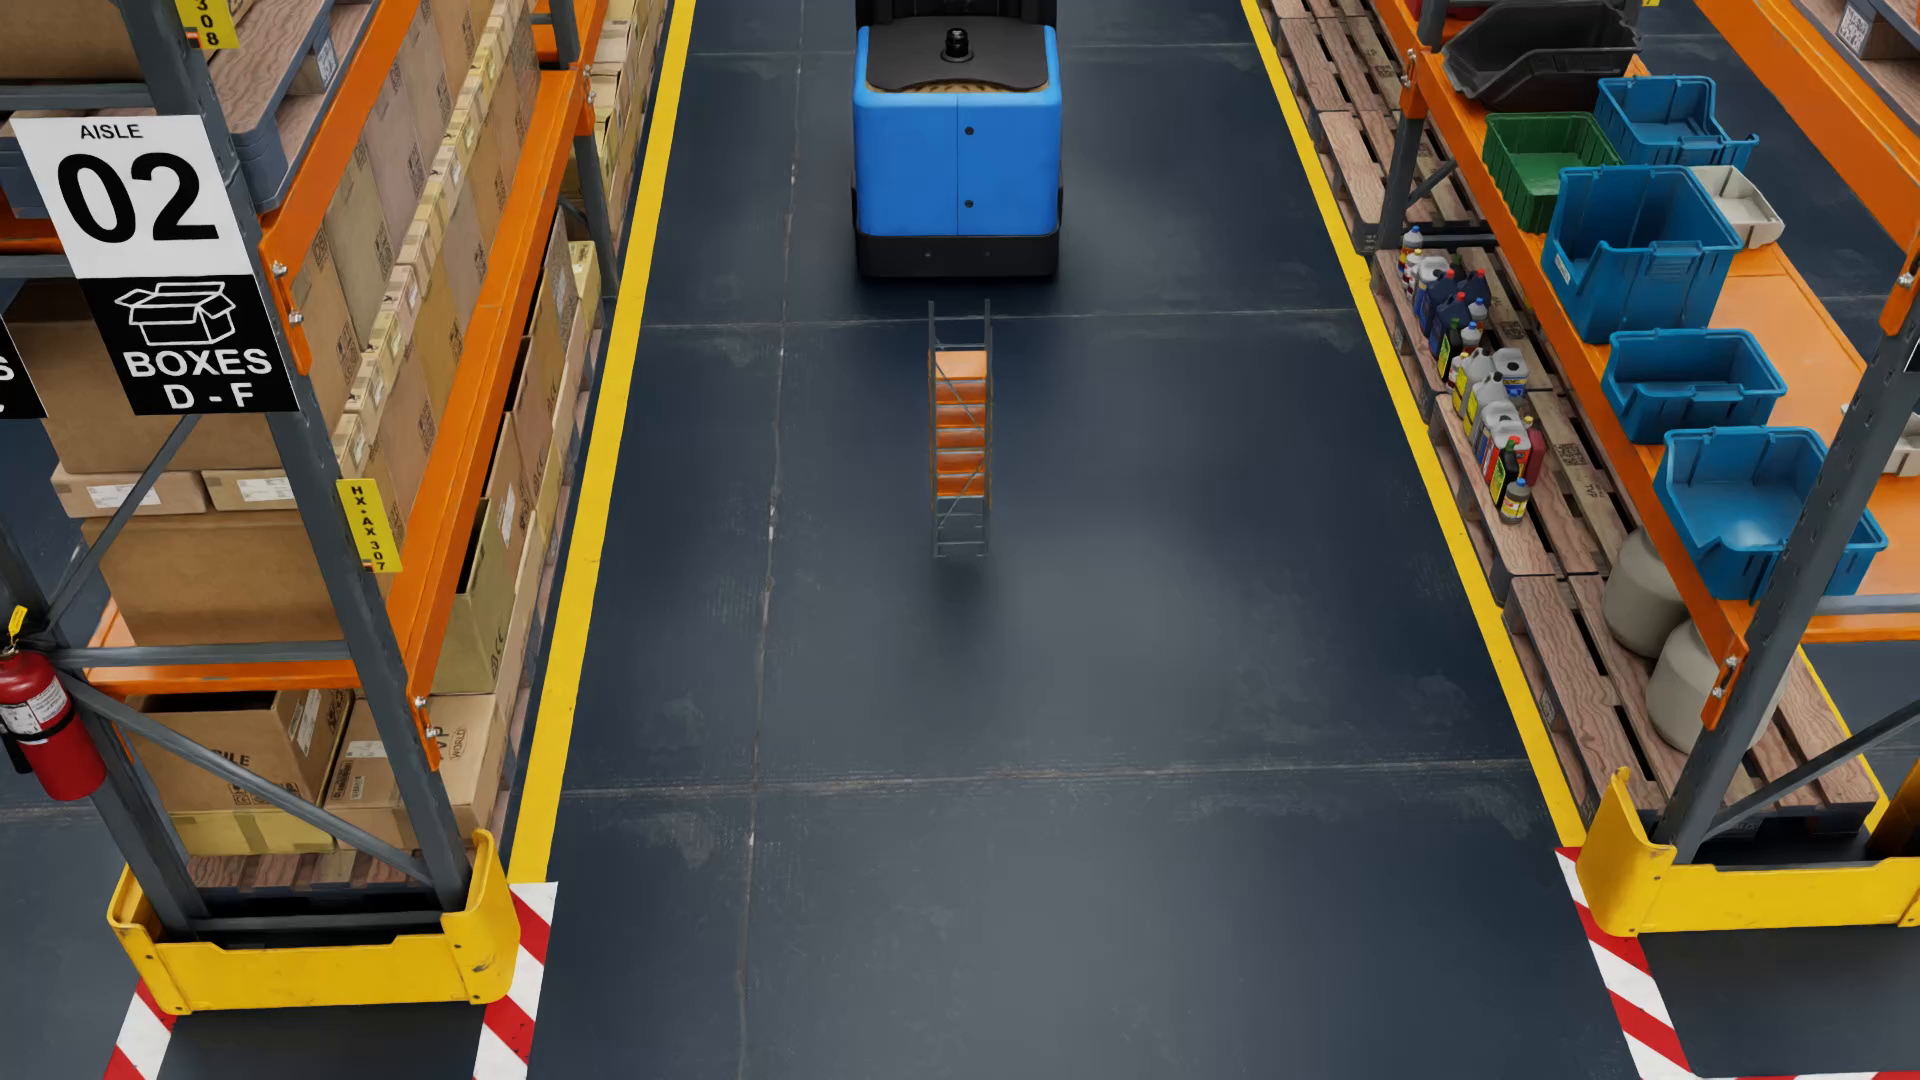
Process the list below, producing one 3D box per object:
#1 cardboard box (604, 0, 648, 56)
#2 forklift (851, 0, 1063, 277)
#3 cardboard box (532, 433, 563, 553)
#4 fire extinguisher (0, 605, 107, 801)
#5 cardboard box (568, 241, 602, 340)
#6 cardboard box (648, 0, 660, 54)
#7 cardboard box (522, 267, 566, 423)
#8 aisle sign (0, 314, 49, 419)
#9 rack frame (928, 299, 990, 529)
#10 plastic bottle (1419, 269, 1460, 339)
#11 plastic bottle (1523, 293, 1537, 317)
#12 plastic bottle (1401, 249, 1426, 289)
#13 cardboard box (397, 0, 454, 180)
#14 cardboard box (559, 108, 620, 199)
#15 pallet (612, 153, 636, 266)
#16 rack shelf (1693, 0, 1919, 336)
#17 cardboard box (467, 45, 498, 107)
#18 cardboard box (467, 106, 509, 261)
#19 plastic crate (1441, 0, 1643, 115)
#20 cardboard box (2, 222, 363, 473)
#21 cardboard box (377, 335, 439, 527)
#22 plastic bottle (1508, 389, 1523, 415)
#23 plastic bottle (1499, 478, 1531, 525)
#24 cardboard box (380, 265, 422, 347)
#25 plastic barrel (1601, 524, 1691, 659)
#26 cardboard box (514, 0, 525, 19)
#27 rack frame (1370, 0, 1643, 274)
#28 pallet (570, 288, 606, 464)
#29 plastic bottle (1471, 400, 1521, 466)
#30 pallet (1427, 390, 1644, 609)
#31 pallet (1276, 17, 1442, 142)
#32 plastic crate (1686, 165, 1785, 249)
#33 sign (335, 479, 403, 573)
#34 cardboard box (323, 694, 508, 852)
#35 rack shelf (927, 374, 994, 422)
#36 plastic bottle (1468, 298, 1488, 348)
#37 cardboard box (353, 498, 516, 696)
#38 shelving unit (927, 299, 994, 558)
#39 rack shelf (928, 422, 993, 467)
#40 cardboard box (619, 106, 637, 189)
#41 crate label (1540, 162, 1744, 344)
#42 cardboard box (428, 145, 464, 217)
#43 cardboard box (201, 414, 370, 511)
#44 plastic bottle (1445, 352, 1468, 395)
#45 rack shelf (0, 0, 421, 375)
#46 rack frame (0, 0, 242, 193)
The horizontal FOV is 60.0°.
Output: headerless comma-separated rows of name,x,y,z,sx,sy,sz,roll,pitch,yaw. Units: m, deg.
cardboard box,-2.110,-3.047,9.663,0.500,0.311,0.500,-1,43,-1
forklift,-0.022,-3.419,8.811,1.130,2.935,3.031,0,43,0
cardboard box,-1.967,-0.197,6.969,0.500,0.250,0.500,-2,43,-2
fire extinguisher,-2.564,0.447,4.600,0.296,0.674,0.183,-2,43,-2
cardboard box,-2.037,-1.209,8.074,0.500,0.250,0.500,-2,43,-2
cardboard box,-2.135,-3.181,10.224,0.500,0.250,0.500,-1,43,-1
cardboard box,-2.002,-0.810,7.083,0.500,0.500,0.500,-2,43,-2
aisle sign,-2.395,-0.580,3.739,0.394,0.787,0.004,-2,43,-2
rack frame,-0.003,-0.494,6.901,0.240,1.200,0.006,-2,43,-2
plastic bottle,2.294,-1.143,7.912,0.144,0.351,0.185,-1,43,-1
plastic bottle,2.846,-1.270,8.050,0.144,0.351,0.185,-2,43,-2
plastic bottle,2.254,-1.349,8.247,0.097,0.201,0.097,0,43,0
cardboard box,-2.185,-1.574,5.713,0.700,0.500,0.500,-2,43,-2
cardboard box,-2.043,-2.009,8.531,0.500,0.311,0.500,-2,43,-2
pallet,-2.345,-1.843,9.105,1.003,0.211,1.213,-2,43,-2
rack shelf,2.759,-2.005,5.530,1.077,0.370,4.000,-2,43,-2
cardboard box,-2.008,-1.786,6.425,0.380,0.149,0.250,-2,43,-2
cardboard box,-2.203,-1.418,6.503,0.700,0.500,0.500,-1,43,-1
plastic crate,2.570,-2.135,7.405,0.767,0.338,0.504,-2,43,-2
cardboard box,-2.114,-0.541,4.586,0.700,0.500,0.500,-1,43,-2
cardboard box,-2.139,-0.381,5.372,0.700,0.500,0.500,-1,43,-1
plastic bottle,2.447,-0.581,7.410,0.097,0.201,0.097,0,43,0
plastic bottle,2.328,-0.172,6.963,0.097,0.201,0.097,0,43,0
cardboard box,-1.938,-0.739,5.282,0.380,0.149,0.250,-2,43,-2
plastic barrel,2.719,0.168,6.378,0.421,0.512,0.421,0,43,0
cardboard box,-2.041,-2.306,6.992,0.380,0.149,0.250,-2,43,-3
rack frame,2.674,-2.515,7.773,1.000,3.000,0.127,-2,43,-2
pallet,-2.283,-0.809,7.976,1.003,0.211,1.213,-2,43,-2
plastic bottle,2.339,-0.464,7.227,0.152,0.276,0.135,-3,43,-3
pallet,2.716,-0.206,7.319,1.003,0.211,1.213,-2,43,-2
pallet,2.547,-2.841,10.193,1.003,0.211,1.213,-2,43,-2
plastic crate,2.996,-1.328,6.674,0.530,0.136,0.437,-2,43,-2
sign,-1.550,-0.035,4.369,0.100,0.325,0.005,-2,43,-2
cardboard box,-1.905,0.816,5.864,0.500,0.250,0.500,-2,43,-2
rack shelf,0.001,-0.577,6.702,0.258,0.103,0.180,-2,43,-2
plastic bottle,2.421,-1.020,7.836,0.097,0.271,0.097,0,43,0
cardboard box,-1.928,0.202,5.979,0.500,0.500,0.500,-2,43,-2
shelving unit,0.001,-0.433,6.834,0.258,1.200,0.189,-2,43,-2
rack shelf,0.001,-0.400,6.864,0.258,0.103,0.180,-2,43,-2
cardboard box,-2.065,-2.141,9.090,0.500,0.250,0.500,-1,43,-1
crate label,2.496,-1.062,6.162,0.502,0.435,0.616,-2,43,-2
cardboard box,-1.971,-1.259,5.850,0.380,0.149,0.250,-1,43,-1
cardboard box,-1.906,-0.222,4.718,0.380,0.149,0.250,-2,43,-2
plastic bottle,2.291,-0.769,7.615,0.097,0.201,0.097,0,43,0
rack shelf,-2.190,-1.865,5.378,1.077,0.370,4.000,-2,43,-2
rack frame,-2.105,-1.886,2.648,1.000,3.000,0.127,-2,43,-2
